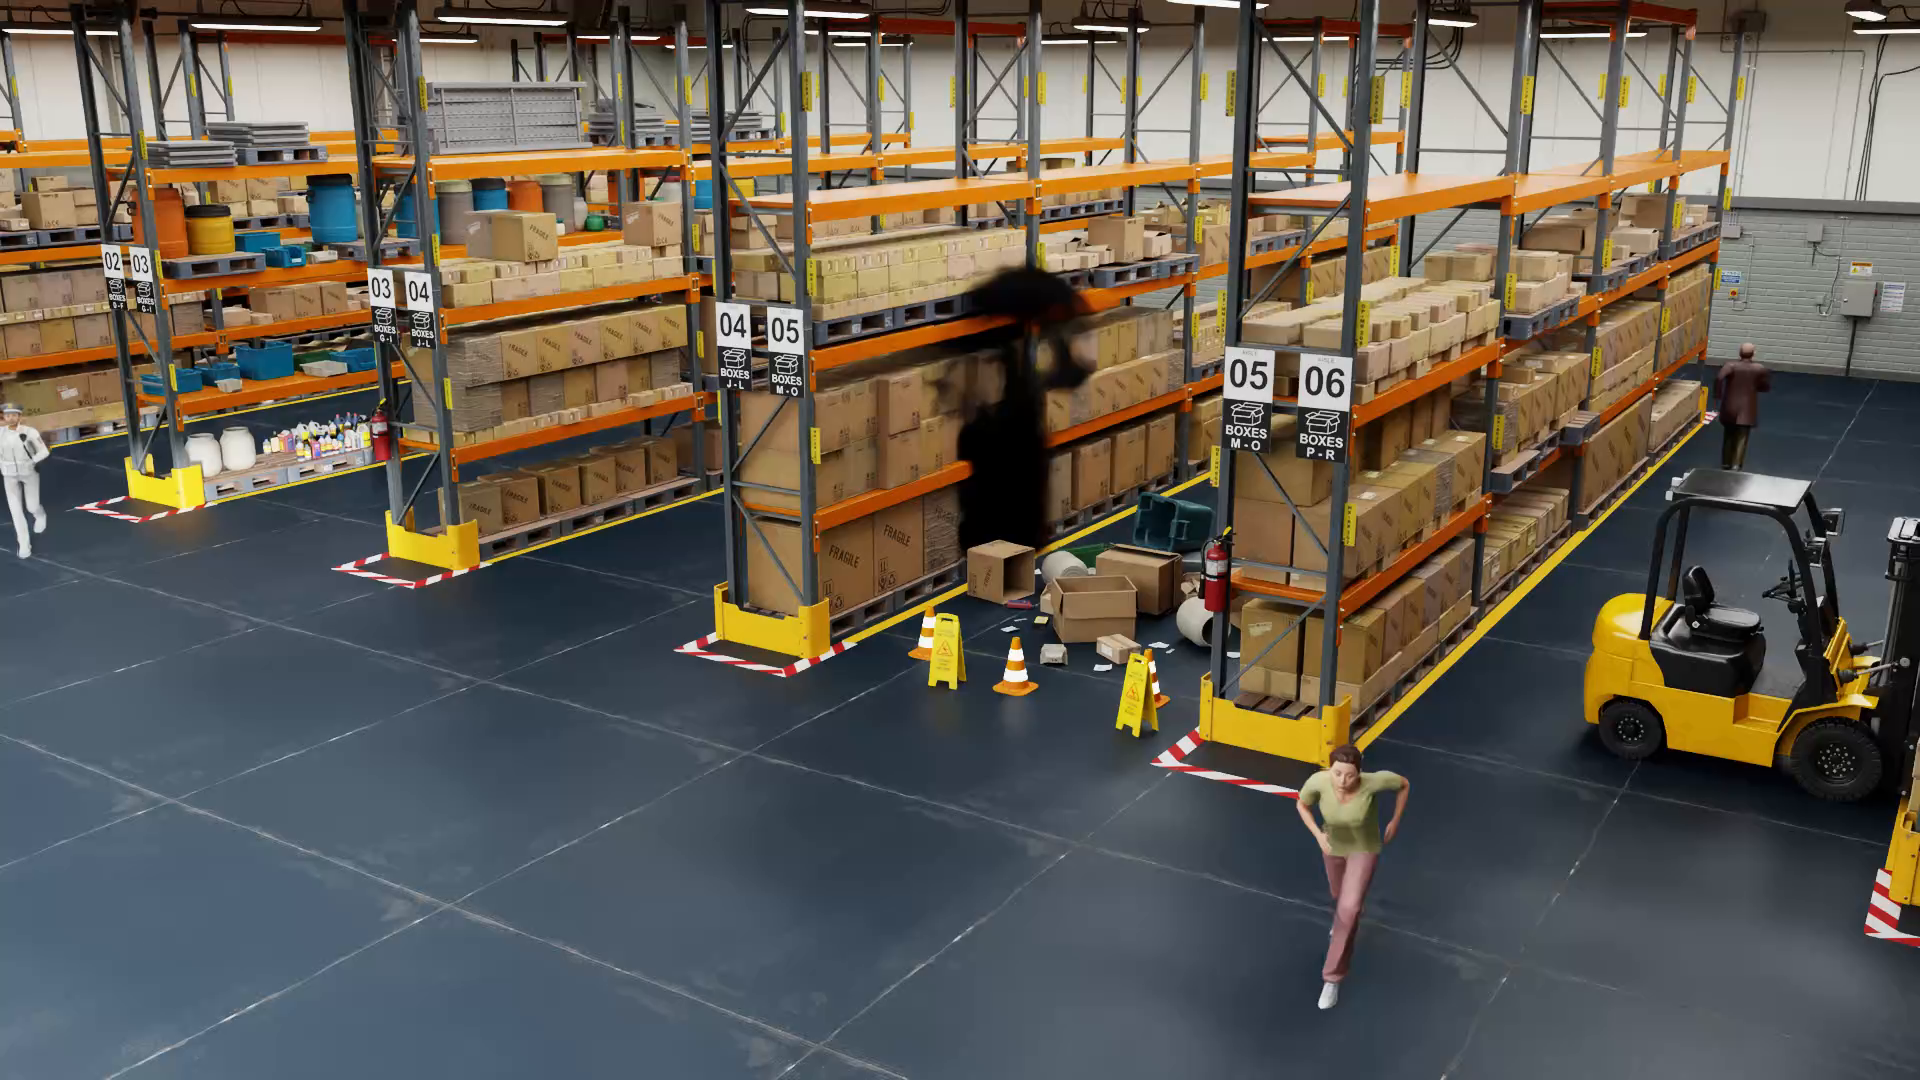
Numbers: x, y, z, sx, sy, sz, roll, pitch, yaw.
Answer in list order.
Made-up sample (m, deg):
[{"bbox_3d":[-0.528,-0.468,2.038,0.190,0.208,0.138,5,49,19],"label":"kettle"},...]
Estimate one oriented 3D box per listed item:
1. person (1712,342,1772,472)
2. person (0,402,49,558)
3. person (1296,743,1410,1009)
[{"bbox_3d":[10.259,-1.686,21.891,0.680,1.822,0.976,8,17,27],"label":"person"},{"bbox_3d":[-10.547,-0.717,18.685,0.618,1.697,0.872,-5,16,-18],"label":"person"},{"bbox_3d":[2.295,1.833,9.762,0.619,1.626,0.961,6,17,20],"label":"person"}]
